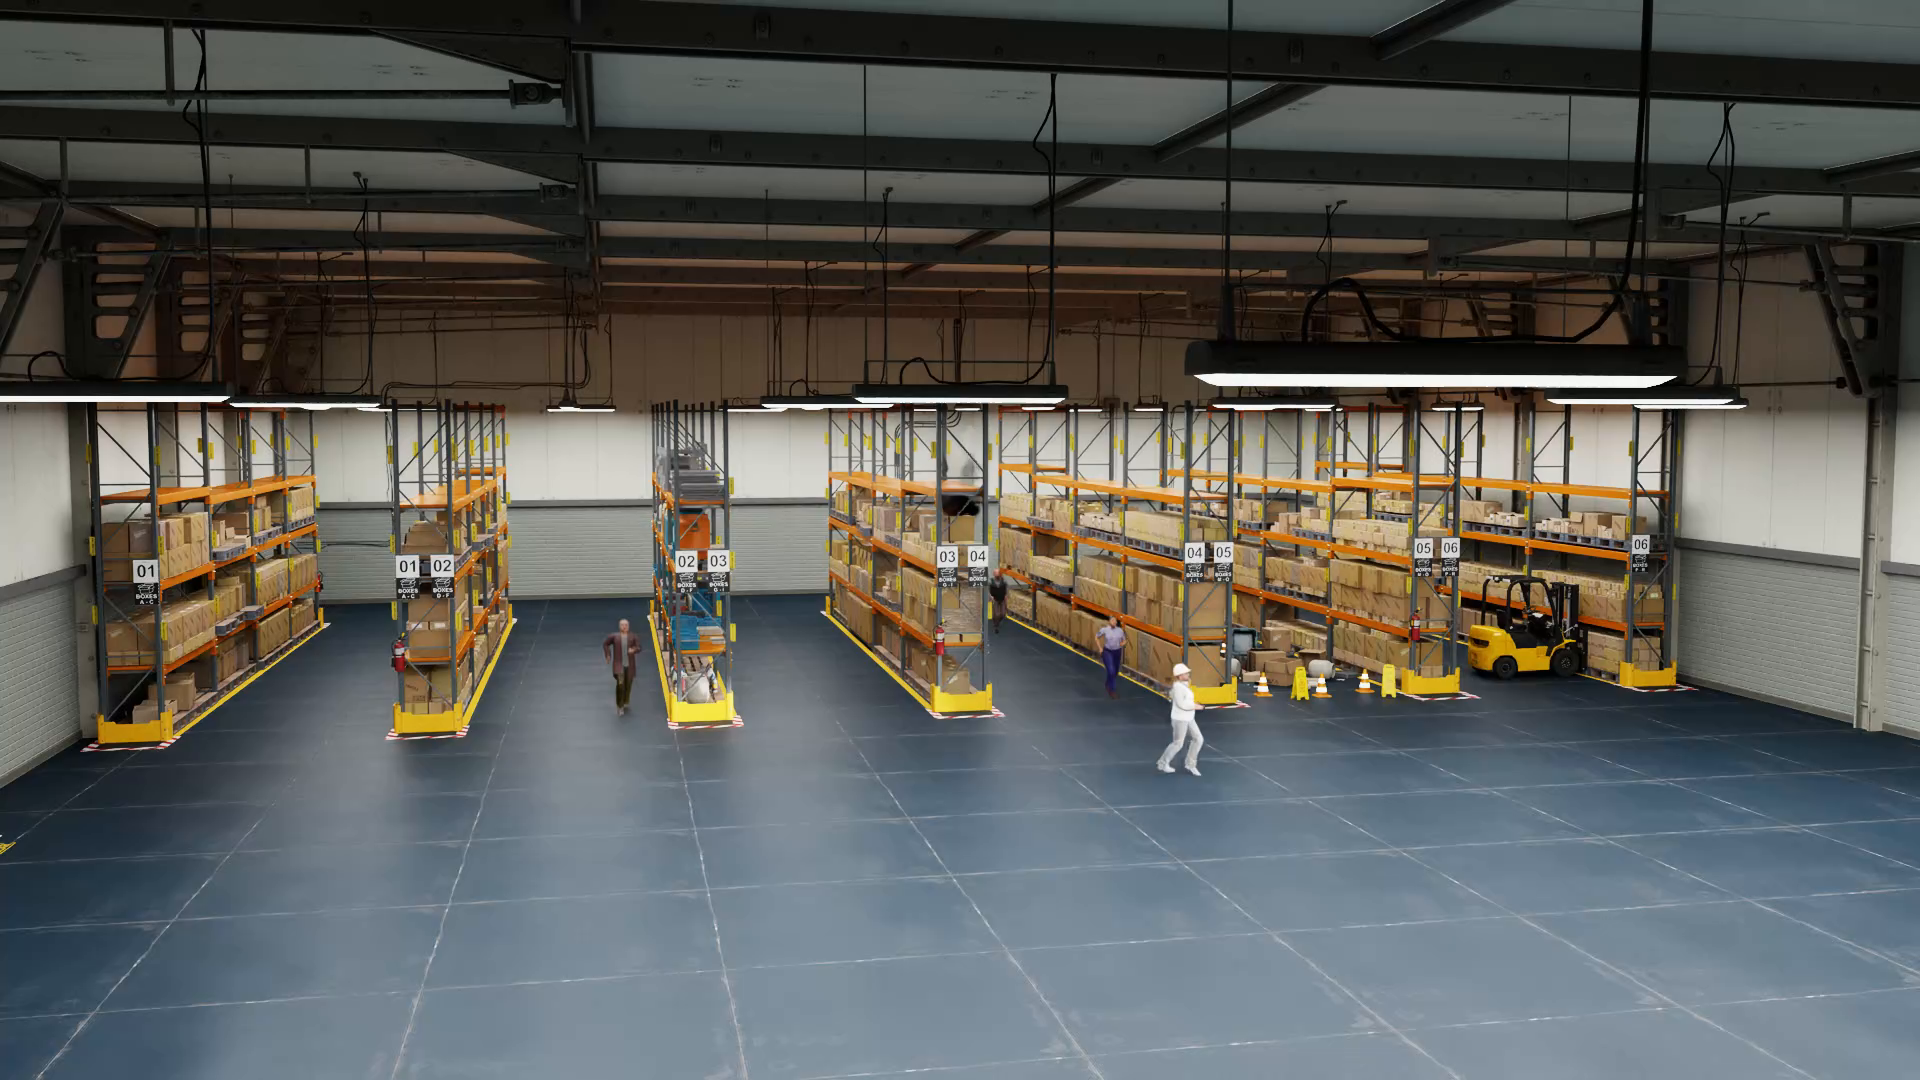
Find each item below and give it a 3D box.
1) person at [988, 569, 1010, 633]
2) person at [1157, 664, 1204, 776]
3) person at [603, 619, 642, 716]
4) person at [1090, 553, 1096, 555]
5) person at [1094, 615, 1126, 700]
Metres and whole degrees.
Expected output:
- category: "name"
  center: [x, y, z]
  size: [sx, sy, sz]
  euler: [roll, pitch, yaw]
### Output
- category: "person"
  center: [0.995, 1.601, 43.643]
  size: [0.666, 1.687, 0.528]
  euler: [-1, 4, -9]
- category: "person"
  center: [3.510, 2.865, 26.365]
  size: [0.734, 1.822, 0.658]
  euler: [1, 5, 19]
- category: "person"
  center: [-6.438, 2.441, 31.865]
  size: [0.675, 1.846, 0.829]
  euler: [-2, 5, -23]
- category: "person"
  center: [3.769, 1.275, 47.172]
  size: [0.692, 1.841, 0.841]
  euler: [-2, 5, -25]
- category: "person"
  center: [3.076, 2.356, 33.775]
  size: [0.604, 1.681, 0.822]
  euler: [-2, 5, -22]
